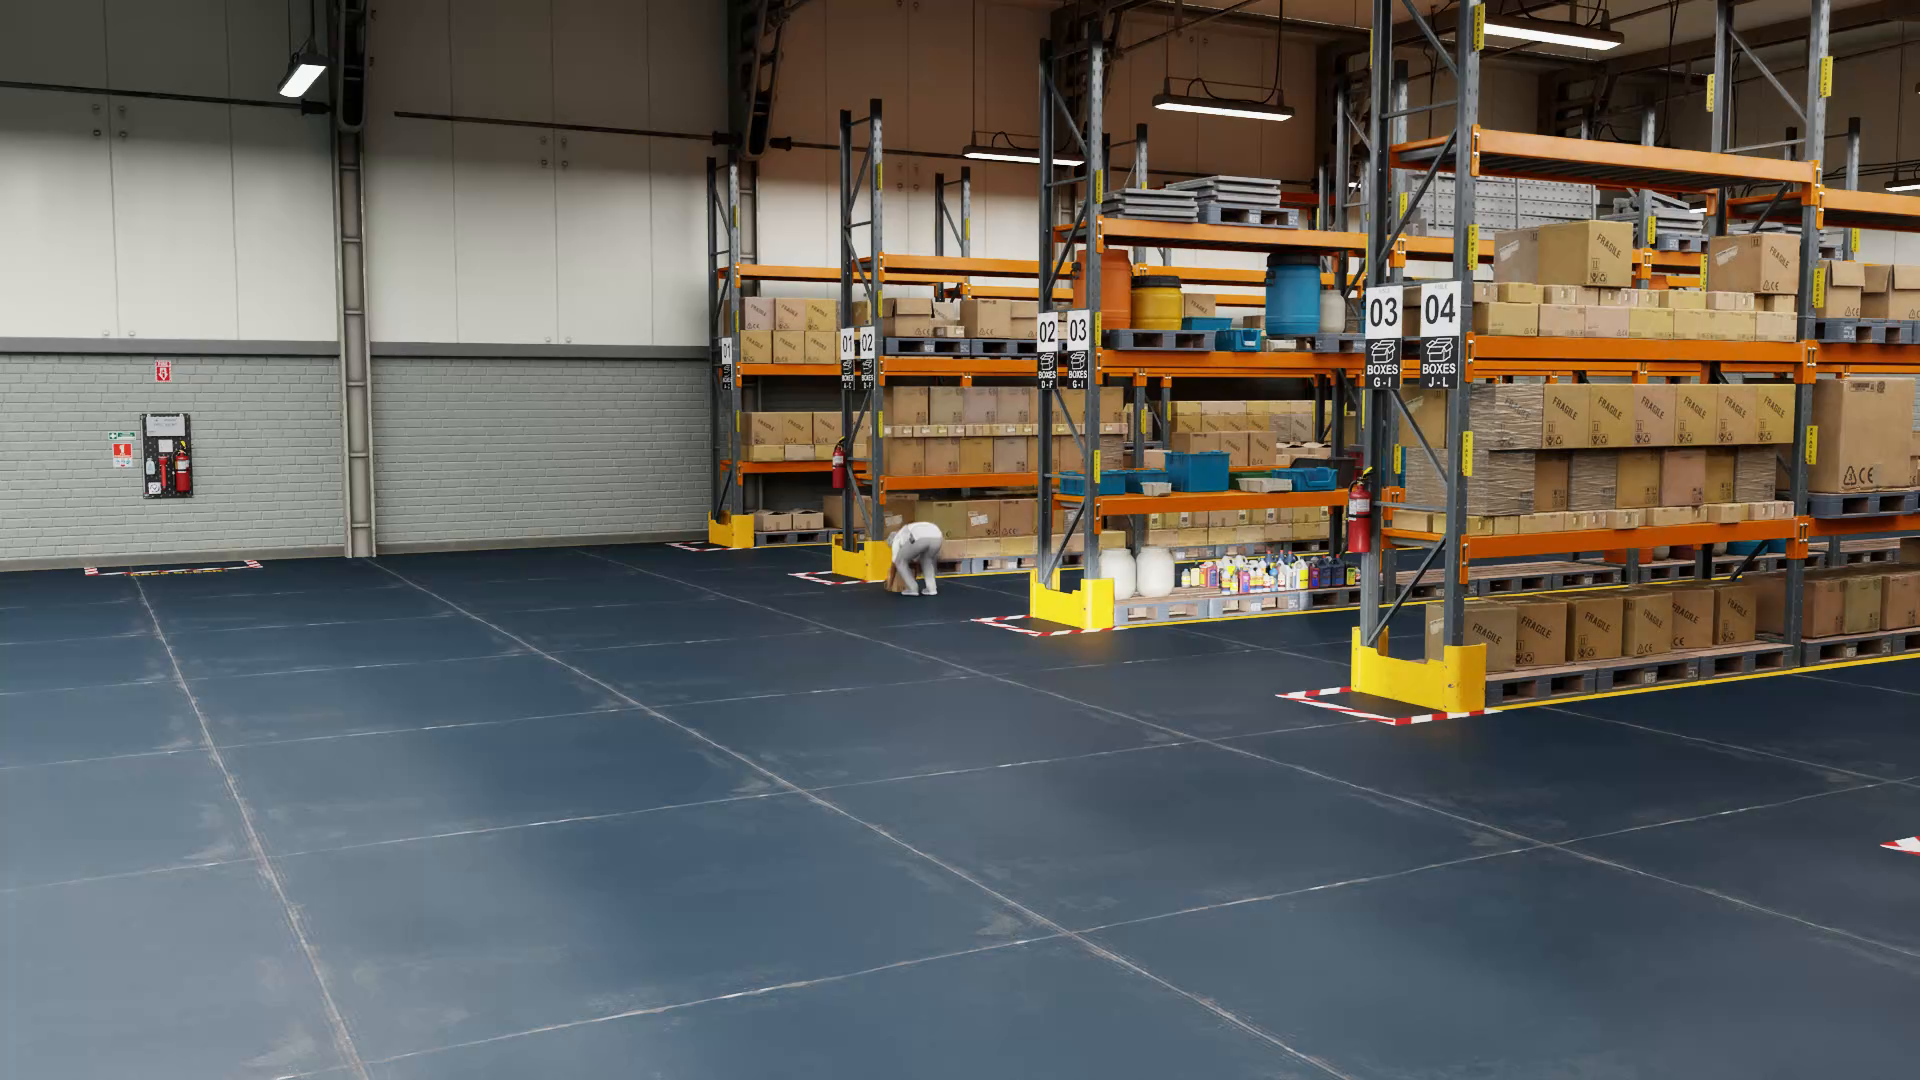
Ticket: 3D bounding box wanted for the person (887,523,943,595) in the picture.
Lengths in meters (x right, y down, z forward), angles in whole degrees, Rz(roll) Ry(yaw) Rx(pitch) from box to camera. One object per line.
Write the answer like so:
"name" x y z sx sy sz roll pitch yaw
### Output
"person" -0.557 0.213 19.679 0.471 0.857 0.907 -3 6 -31
